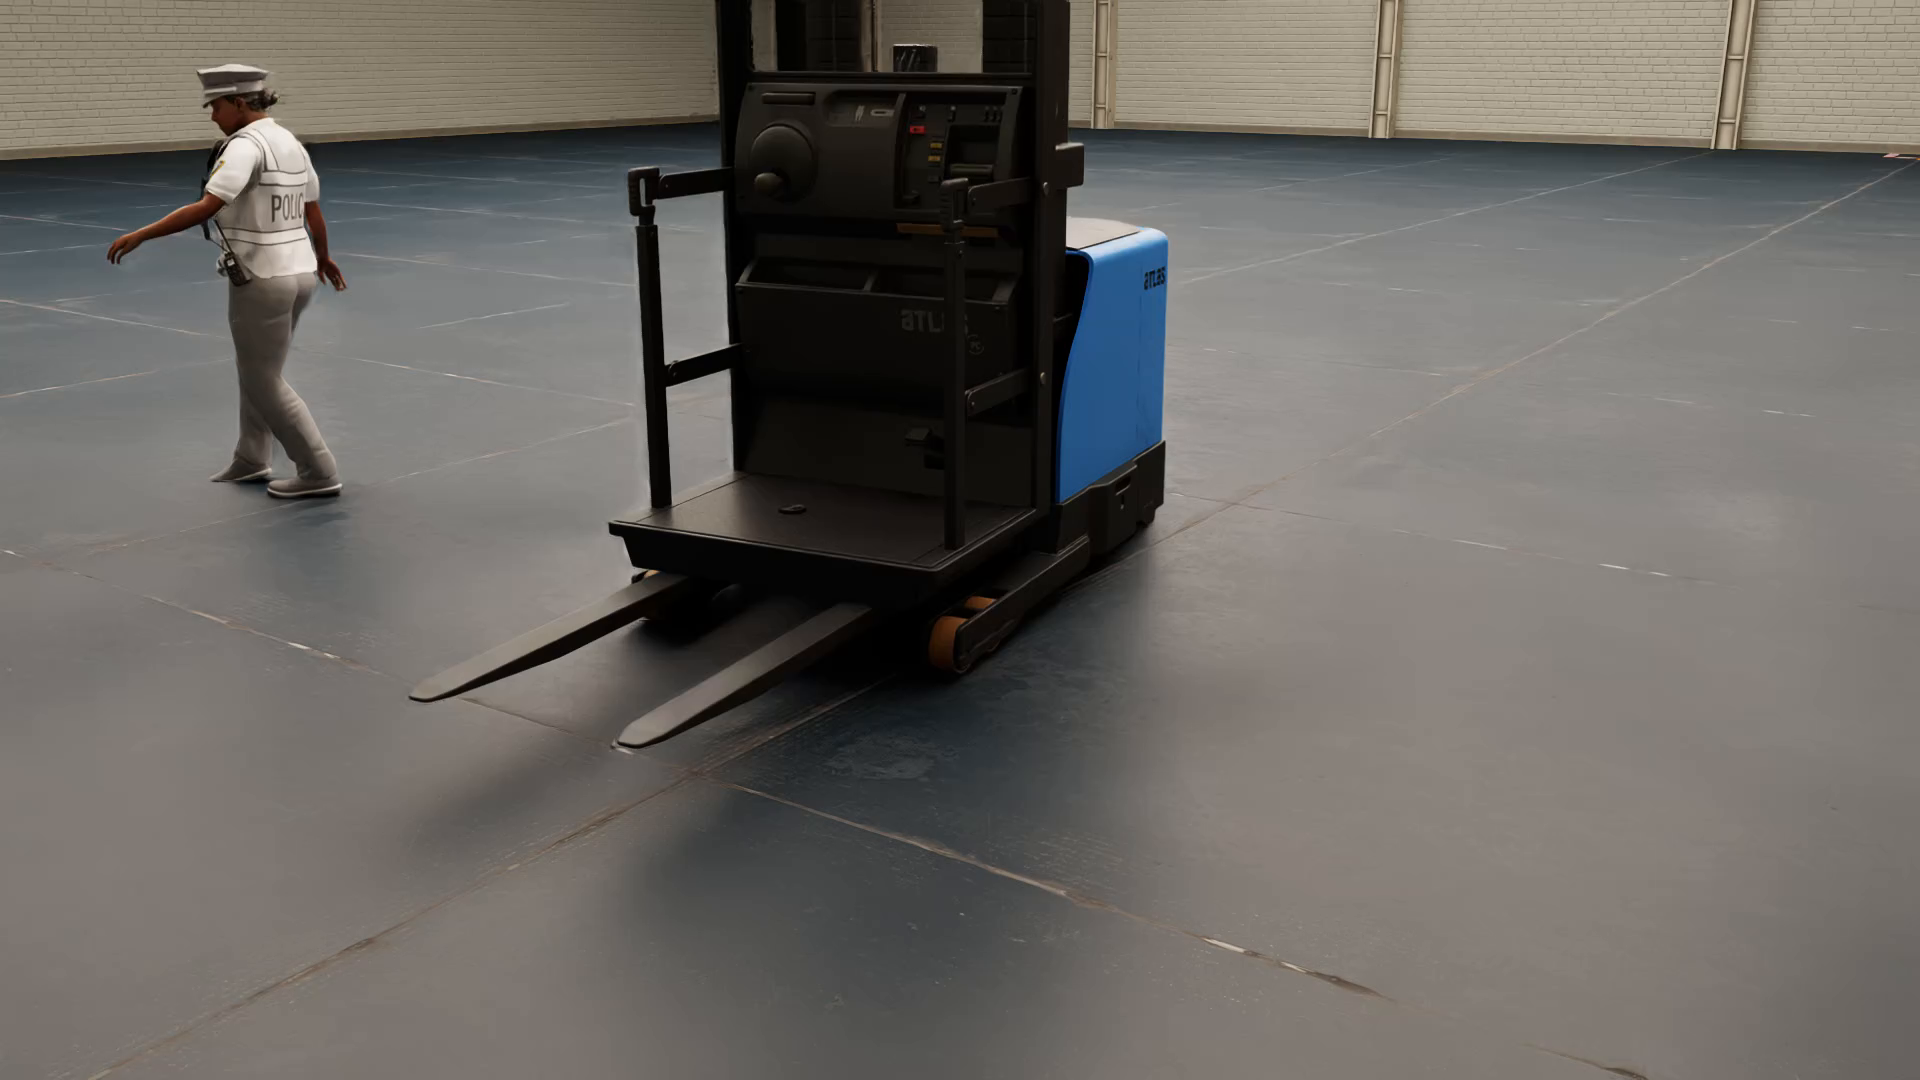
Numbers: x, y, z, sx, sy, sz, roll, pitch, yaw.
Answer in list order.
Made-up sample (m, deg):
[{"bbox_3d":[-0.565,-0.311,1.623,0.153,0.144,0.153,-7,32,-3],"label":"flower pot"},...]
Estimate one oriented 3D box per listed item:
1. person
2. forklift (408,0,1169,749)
[{"bbox_3d":[-2.752,-0.976,6.436,0.657,1.668,0.919,2,17,6],"label":"person"},{"bbox_3d":[-0.344,-1.168,4.740,1.130,2.935,3.031,8,18,25],"label":"forklift"}]
